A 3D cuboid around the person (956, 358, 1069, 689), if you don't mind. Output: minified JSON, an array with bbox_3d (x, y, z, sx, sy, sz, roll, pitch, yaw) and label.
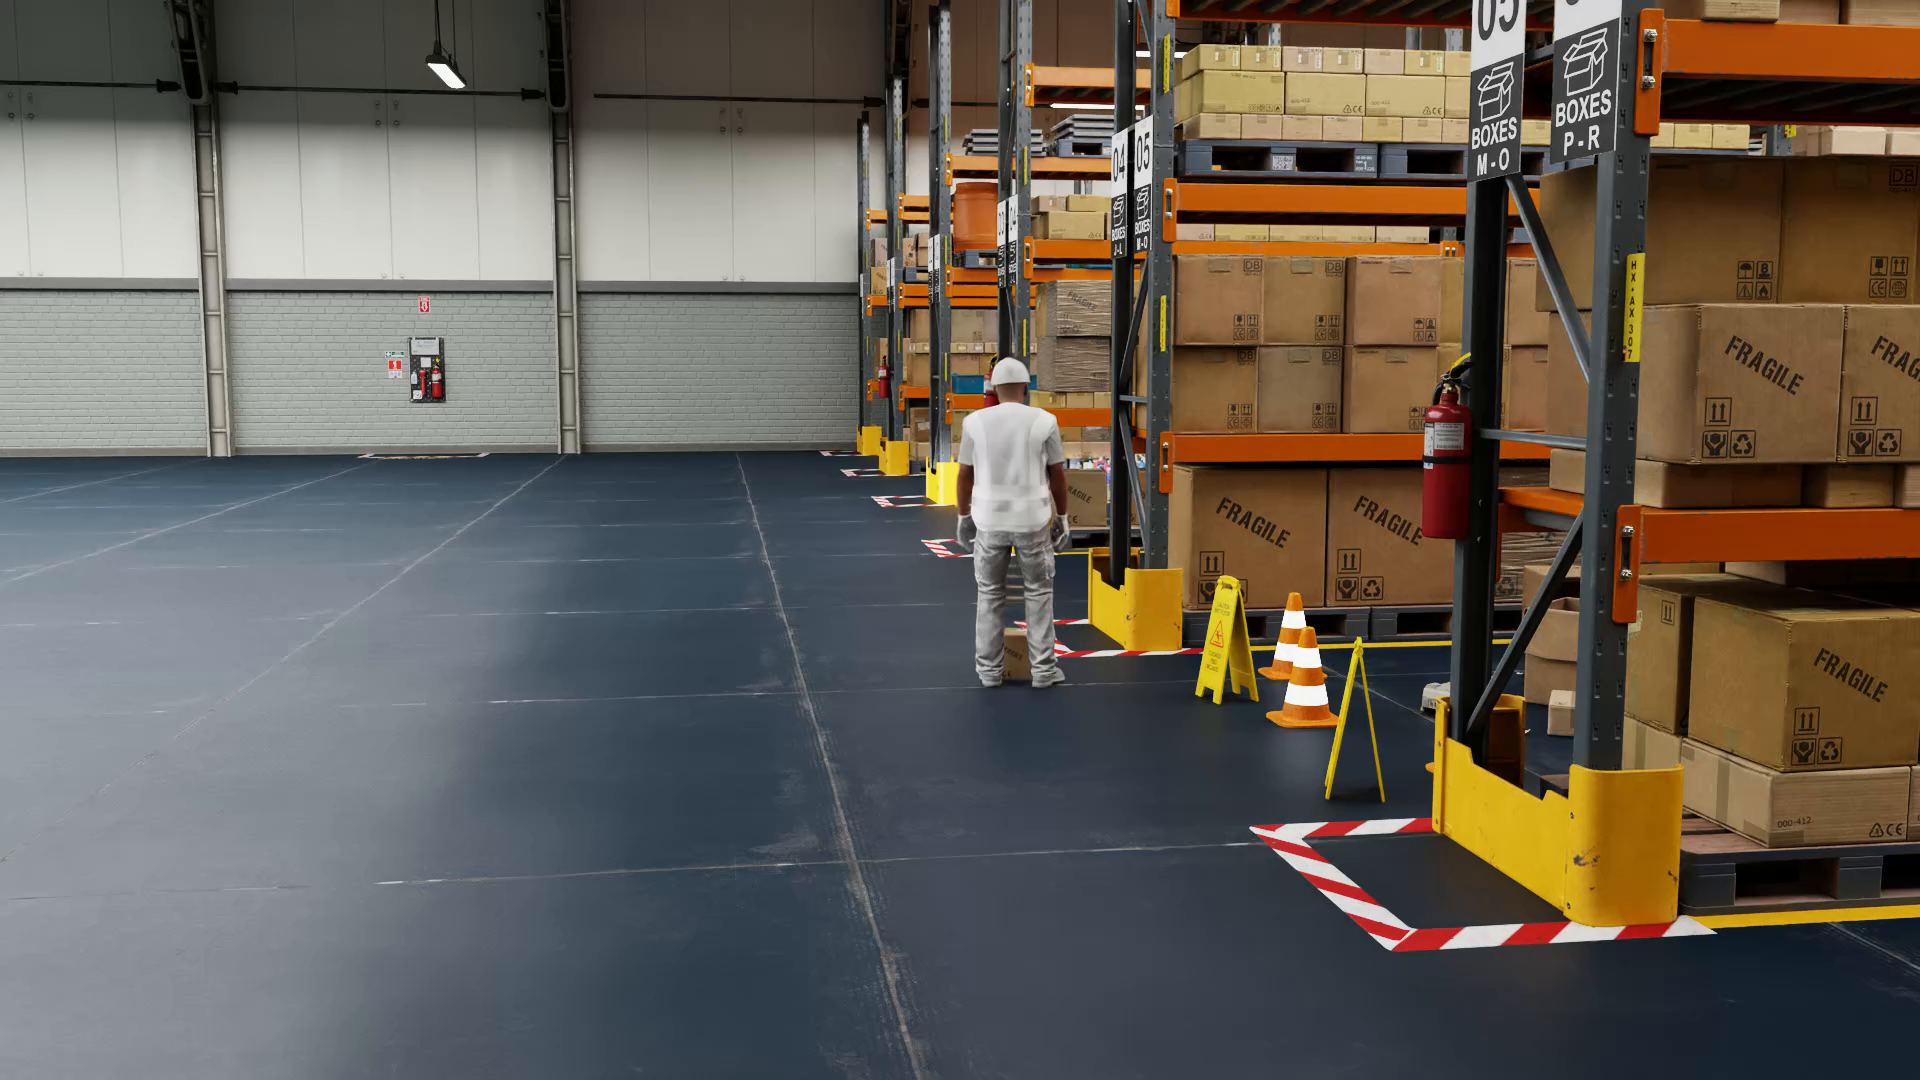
[{"bbox_3d":[0.285,-0.093,8.999,0.609,1.773,0.450,1,6,7],"label":"person"}]
